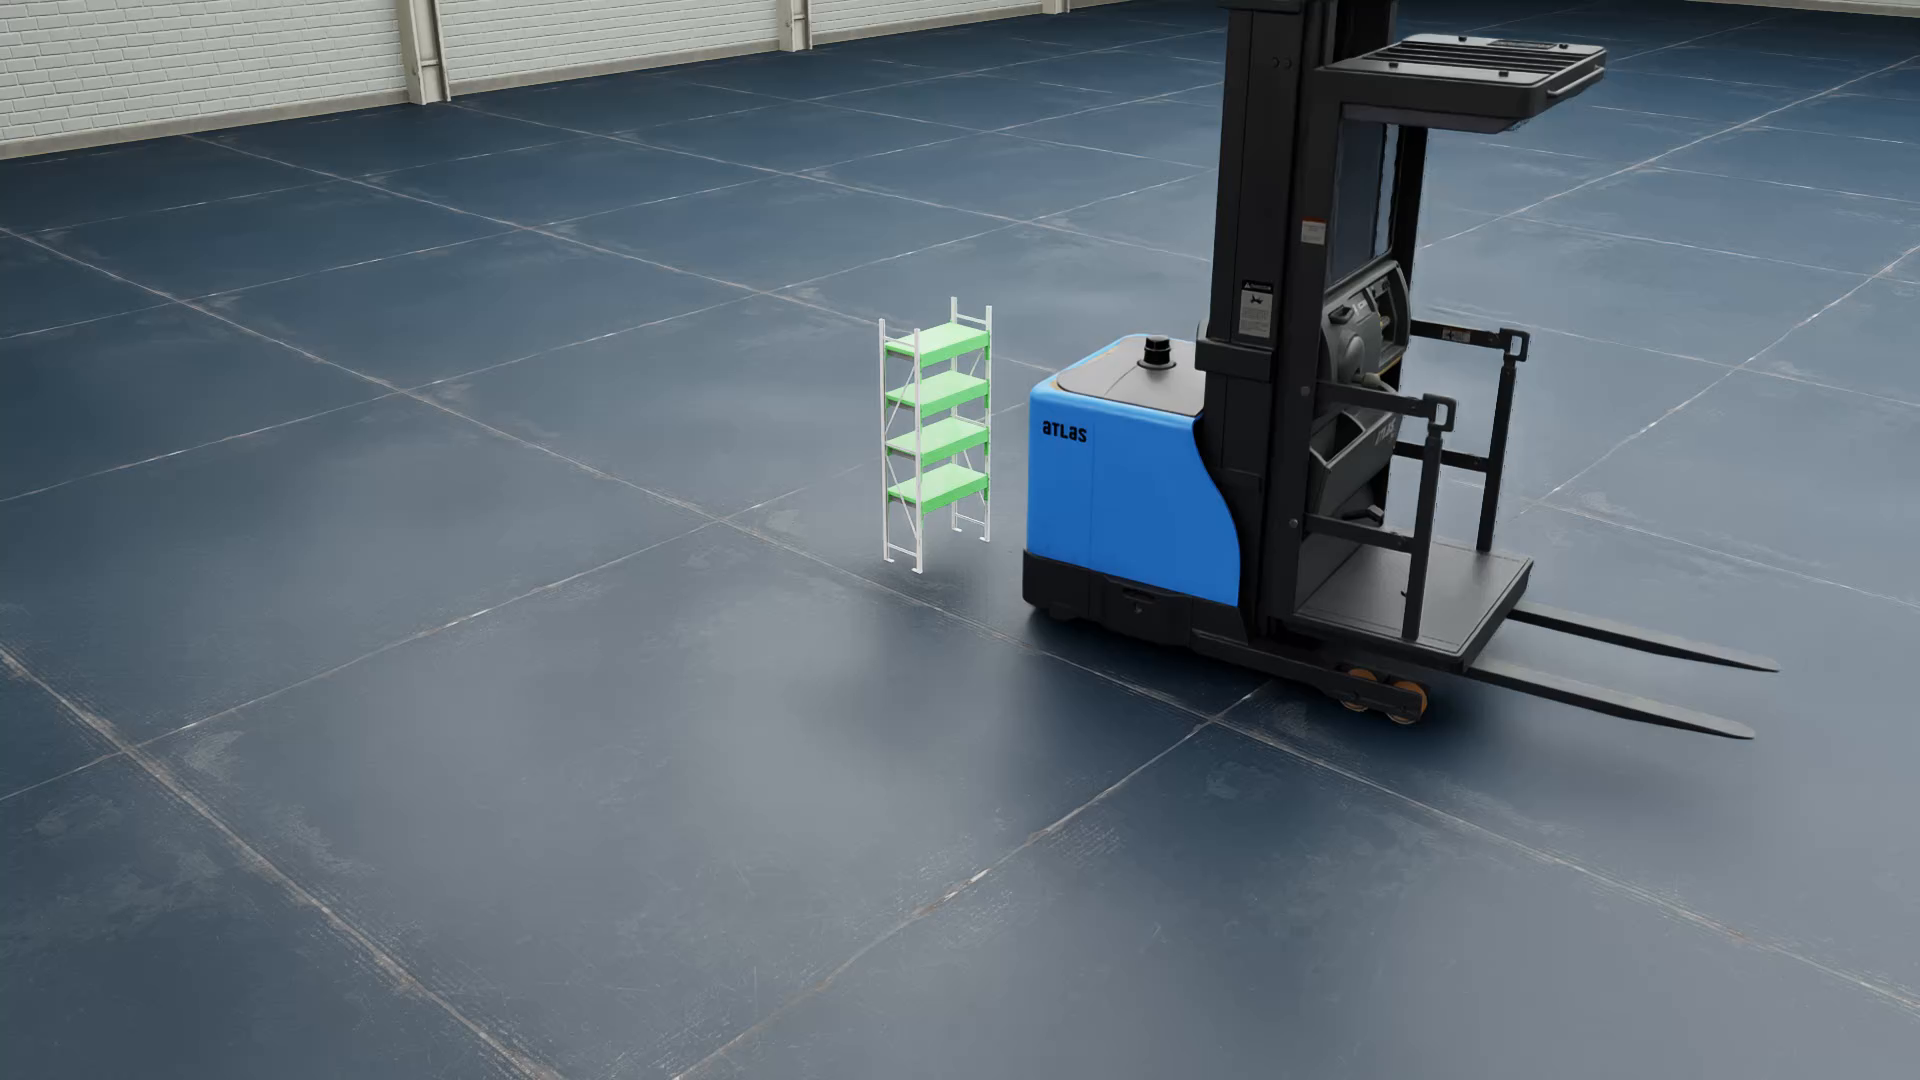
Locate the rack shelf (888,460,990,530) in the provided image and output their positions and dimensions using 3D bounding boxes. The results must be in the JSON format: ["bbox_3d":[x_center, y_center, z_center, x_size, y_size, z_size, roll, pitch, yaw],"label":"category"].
[{"bbox_3d":[-0.110,-0.220,8.016,0.258,0.148,0.480,20,31,38],"label":"rack shelf"}]

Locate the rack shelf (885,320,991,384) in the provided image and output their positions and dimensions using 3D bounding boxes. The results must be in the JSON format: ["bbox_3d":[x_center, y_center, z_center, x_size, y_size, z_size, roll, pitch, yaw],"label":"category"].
[{"bbox_3d":[-0.110,-0.877,7.722,0.258,0.148,0.480,20,31,38],"label":"rack shelf"}]

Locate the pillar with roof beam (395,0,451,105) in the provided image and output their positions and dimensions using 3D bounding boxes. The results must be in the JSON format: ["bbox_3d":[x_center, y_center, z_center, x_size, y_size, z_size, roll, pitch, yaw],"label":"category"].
[{"bbox_3d":[-3.187,-8.221,15.586,9.100,9.000,0.400,20,31,38],"label":"pillar with roof beam"}]

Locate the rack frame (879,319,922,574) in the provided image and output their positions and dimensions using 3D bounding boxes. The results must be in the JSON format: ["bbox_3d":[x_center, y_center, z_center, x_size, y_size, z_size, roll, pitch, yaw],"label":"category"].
[{"bbox_3d":[-0.273,-0.423,7.726,0.240,1.200,0.015,20,31,38],"label":"rack frame"}]

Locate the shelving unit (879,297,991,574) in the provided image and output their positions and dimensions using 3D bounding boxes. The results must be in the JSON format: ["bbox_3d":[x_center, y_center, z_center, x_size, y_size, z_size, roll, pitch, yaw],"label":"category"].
[{"bbox_3d":[-0.110,-0.497,7.892,0.258,1.200,0.503,20,31,38],"label":"shelving unit"}]

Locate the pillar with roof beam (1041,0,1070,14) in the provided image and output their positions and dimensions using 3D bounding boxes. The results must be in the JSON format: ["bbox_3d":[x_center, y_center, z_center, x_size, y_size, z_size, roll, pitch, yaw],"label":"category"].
[{"bbox_3d":[4.822,-11.877,23.741,9.100,9.000,0.400,20,31,38],"label":"pillar with roof beam"}]

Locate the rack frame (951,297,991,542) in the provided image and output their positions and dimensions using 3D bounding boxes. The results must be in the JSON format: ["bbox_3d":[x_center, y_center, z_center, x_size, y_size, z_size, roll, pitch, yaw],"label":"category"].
[{"bbox_3d":[0.052,-0.571,8.058,0.240,1.200,0.015,20,31,38],"label":"rack frame"}]

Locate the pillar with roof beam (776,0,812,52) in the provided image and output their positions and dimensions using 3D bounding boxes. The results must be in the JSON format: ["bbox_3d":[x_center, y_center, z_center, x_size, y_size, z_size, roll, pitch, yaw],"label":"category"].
[{"bbox_3d":[0.818,-10.049,19.663,9.100,9.000,0.400,20,31,38],"label":"pillar with roof beam"}]

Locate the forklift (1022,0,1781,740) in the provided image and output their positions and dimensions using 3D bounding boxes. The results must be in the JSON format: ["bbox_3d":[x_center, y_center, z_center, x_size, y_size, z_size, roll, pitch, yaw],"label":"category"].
[{"bbox_3d":[1.801,-0.853,6.570,3.031,2.935,1.130,15,28,29],"label":"forklift"}]

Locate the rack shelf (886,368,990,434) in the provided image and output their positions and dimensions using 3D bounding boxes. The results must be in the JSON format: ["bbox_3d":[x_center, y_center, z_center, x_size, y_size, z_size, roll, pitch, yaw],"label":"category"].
[{"bbox_3d":[-0.110,-0.658,7.820,0.258,0.148,0.480,20,31,38],"label":"rack shelf"}]

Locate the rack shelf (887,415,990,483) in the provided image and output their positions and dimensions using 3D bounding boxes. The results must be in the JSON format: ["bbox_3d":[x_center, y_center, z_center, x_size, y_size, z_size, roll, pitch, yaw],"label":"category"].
[{"bbox_3d":[-0.110,-0.439,7.918,0.258,0.148,0.480,20,31,38],"label":"rack shelf"}]
